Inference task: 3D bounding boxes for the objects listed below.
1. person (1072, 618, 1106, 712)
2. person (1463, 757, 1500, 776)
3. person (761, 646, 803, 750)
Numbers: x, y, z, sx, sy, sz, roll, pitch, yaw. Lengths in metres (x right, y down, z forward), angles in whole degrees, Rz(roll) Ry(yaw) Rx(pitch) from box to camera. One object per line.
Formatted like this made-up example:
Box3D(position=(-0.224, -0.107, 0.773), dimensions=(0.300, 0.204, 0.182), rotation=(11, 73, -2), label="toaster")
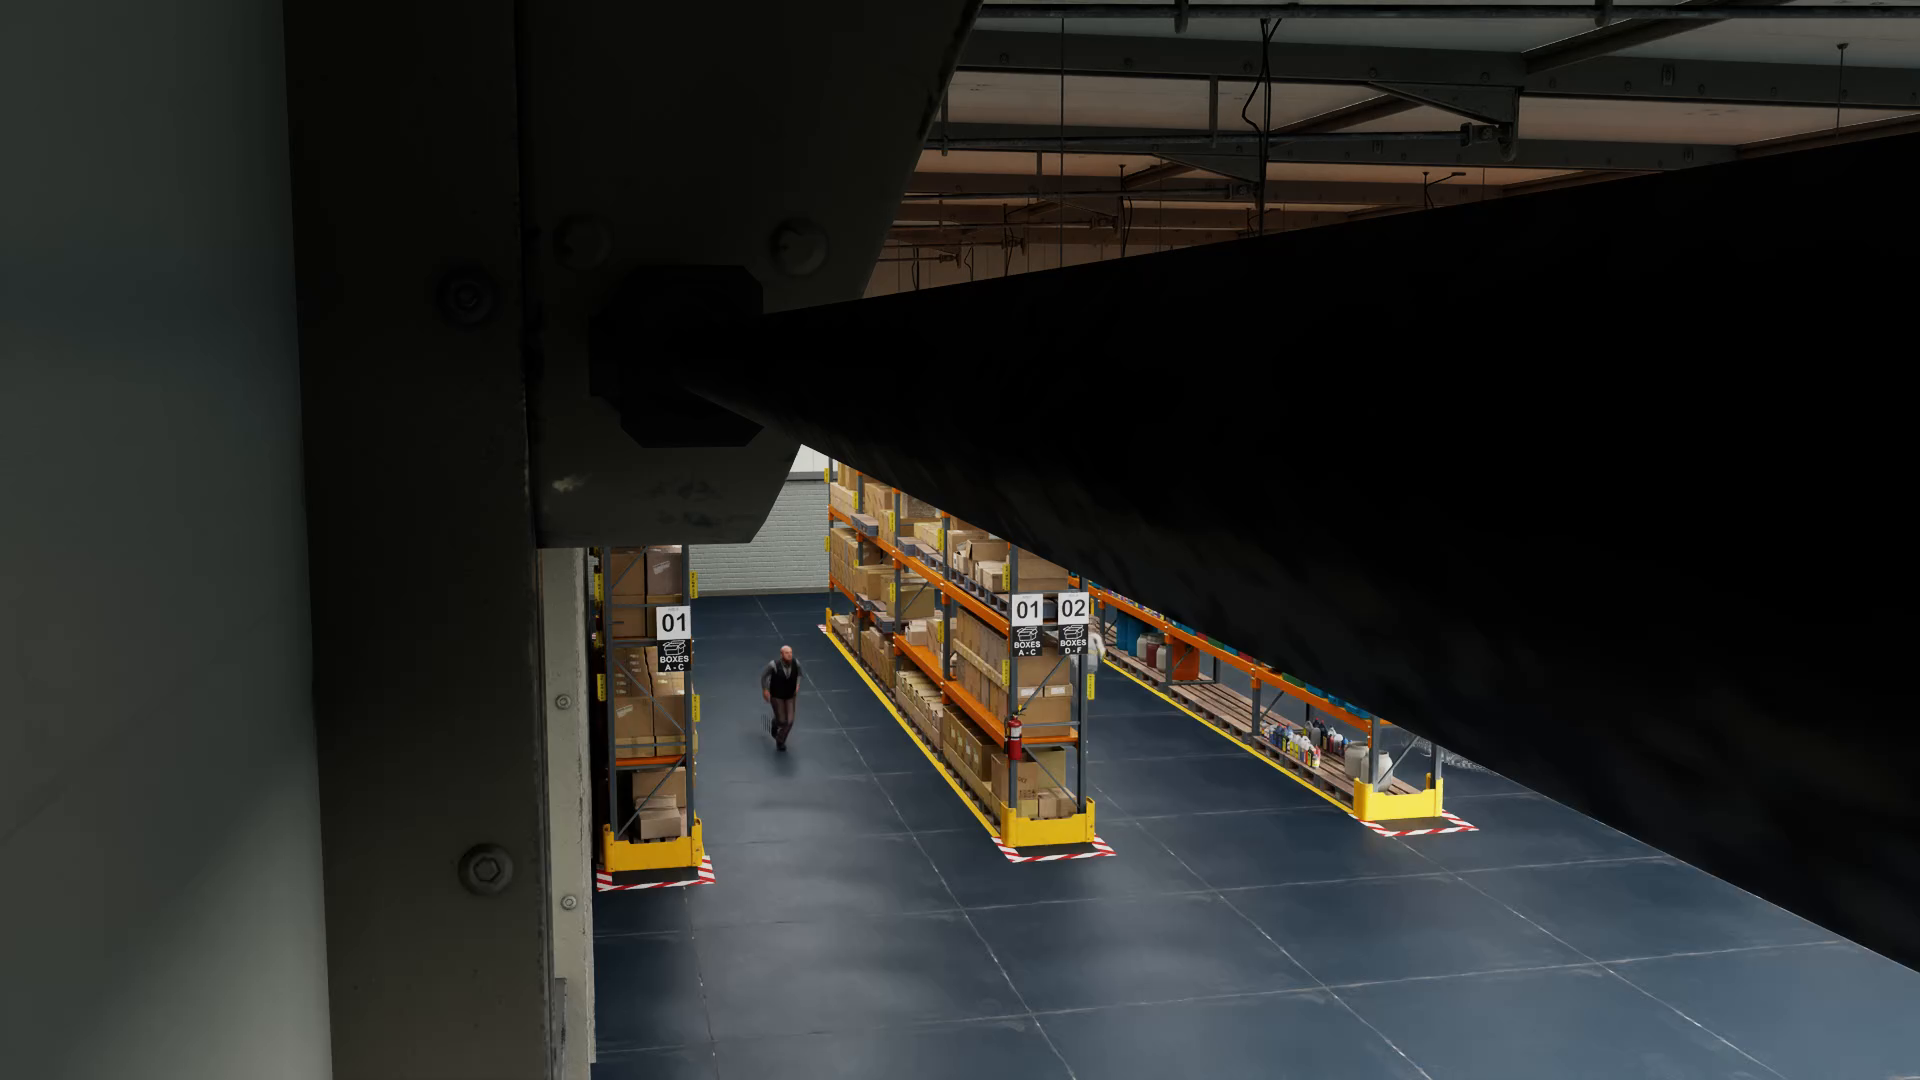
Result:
Box3D(position=(2.189, 2.146, 28.282), dimensions=(0.607, 1.679, 0.651), rotation=(-2, 7, -13), label="person")
Box3D(position=(7.772, 2.697, 24.588), dimensions=(0.520, 1.456, 0.972), rotation=(-2, 7, -14), label="person")
Box3D(position=(-2.751, 2.444, 25.893), dimensions=(0.645, 1.656, 0.693), rotation=(-4, 8, -29), label="person")
